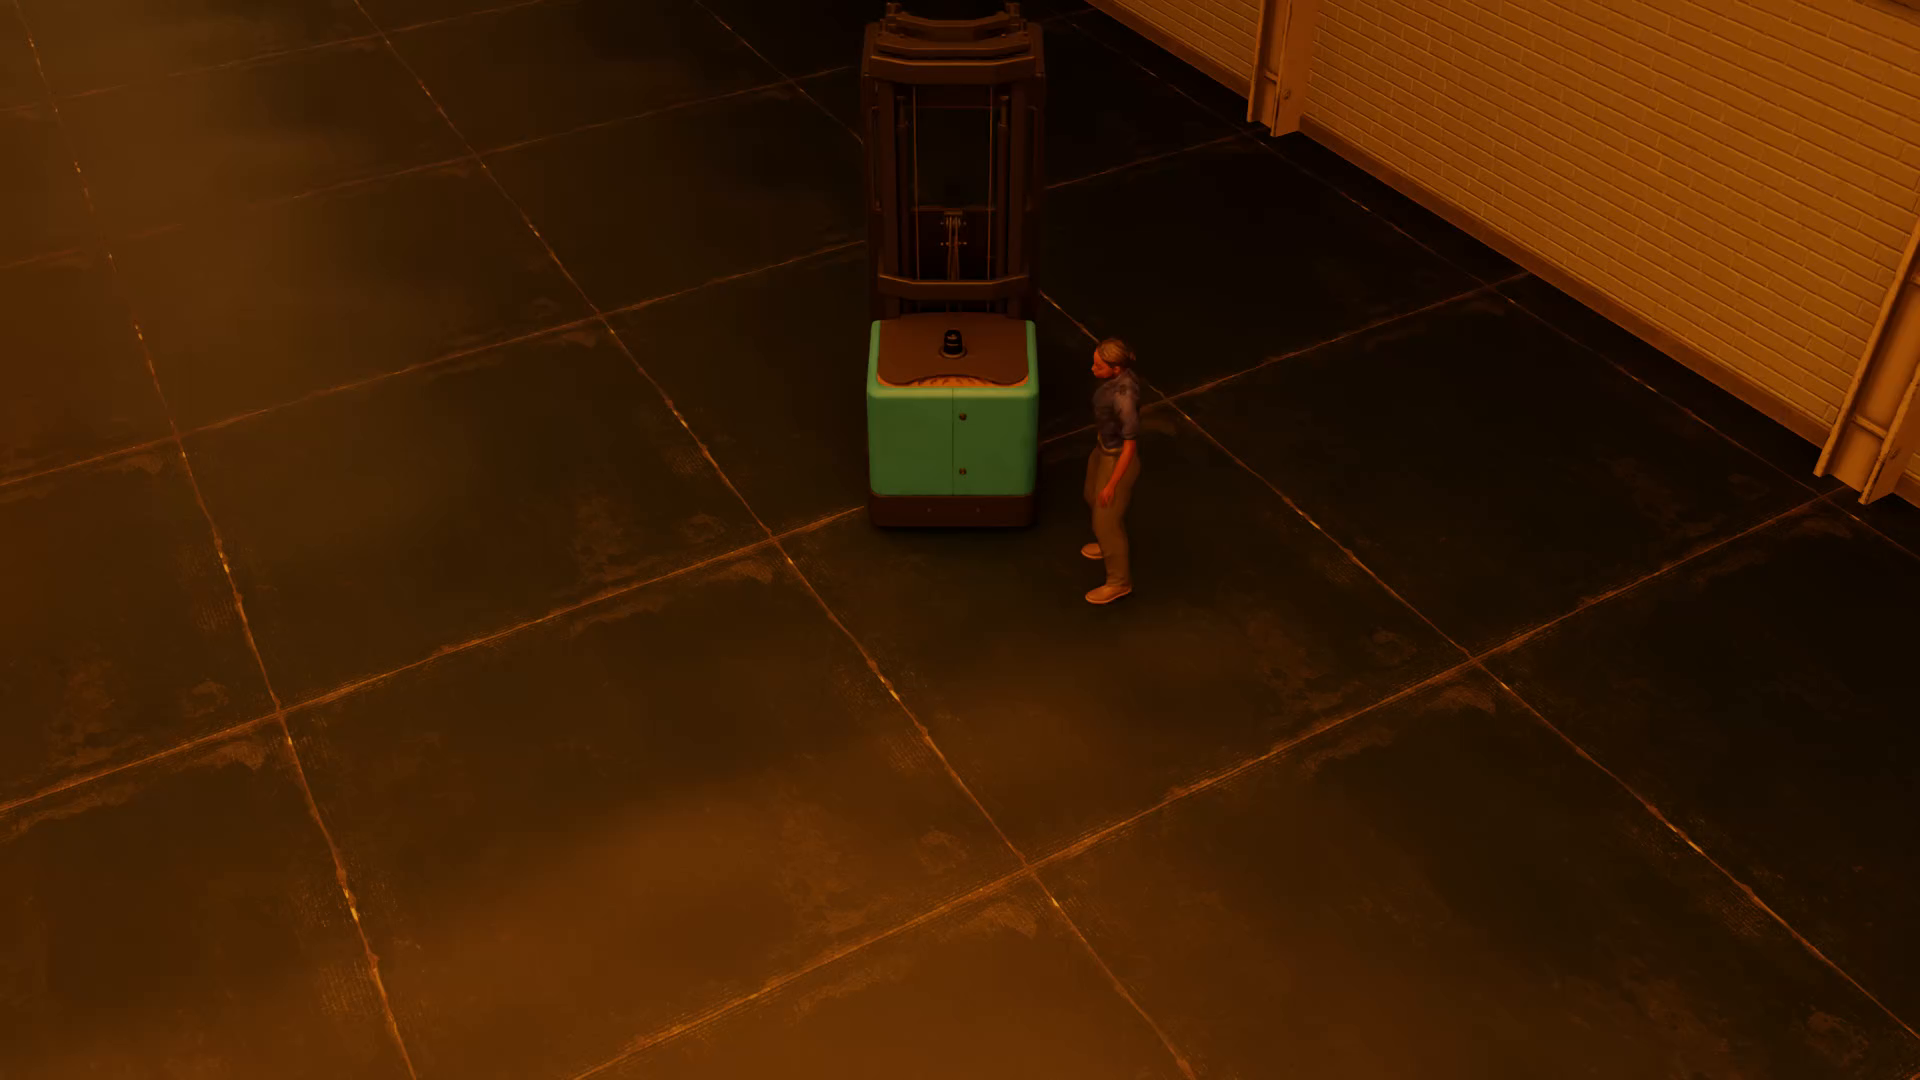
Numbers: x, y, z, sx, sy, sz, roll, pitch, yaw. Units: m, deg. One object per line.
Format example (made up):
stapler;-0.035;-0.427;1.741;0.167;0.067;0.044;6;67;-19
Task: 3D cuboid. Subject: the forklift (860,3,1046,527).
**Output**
forklift;-0.040;-2.120;10.592;1.130;2.935;3.031;0;40;0

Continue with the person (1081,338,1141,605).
person;0.886;-0.461;9.612;0.322;1.633;0.700;-2;40;-2
